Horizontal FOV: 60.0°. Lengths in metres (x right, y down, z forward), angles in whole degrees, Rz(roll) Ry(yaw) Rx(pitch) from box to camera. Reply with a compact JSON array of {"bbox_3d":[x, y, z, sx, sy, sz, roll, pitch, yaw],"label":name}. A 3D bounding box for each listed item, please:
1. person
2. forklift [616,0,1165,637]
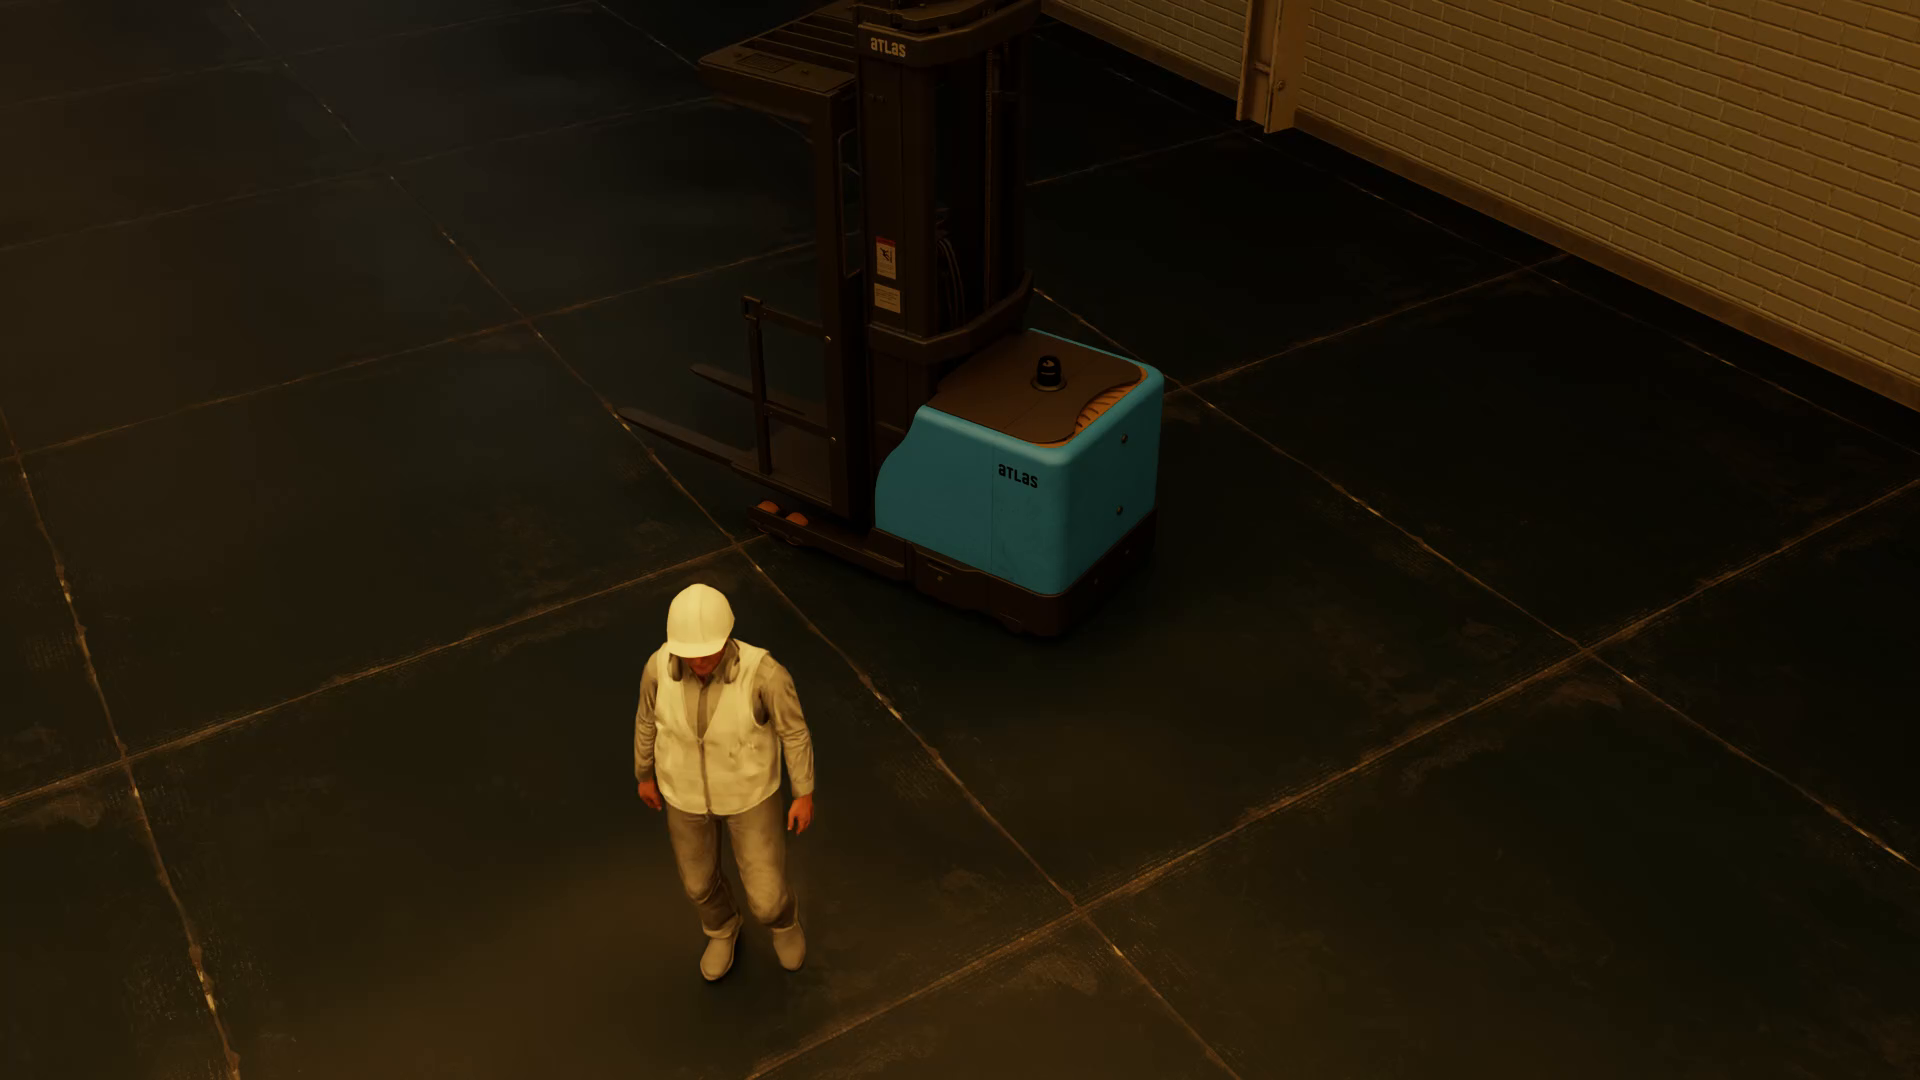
[{"bbox_3d":[-0.844,0.908,5.879,0.662,1.754,0.479,3,35,4],"label":"person"},{"bbox_3d":[-0.500,-1.399,8.138,3.031,2.935,1.130,22,41,28],"label":"forklift"}]
